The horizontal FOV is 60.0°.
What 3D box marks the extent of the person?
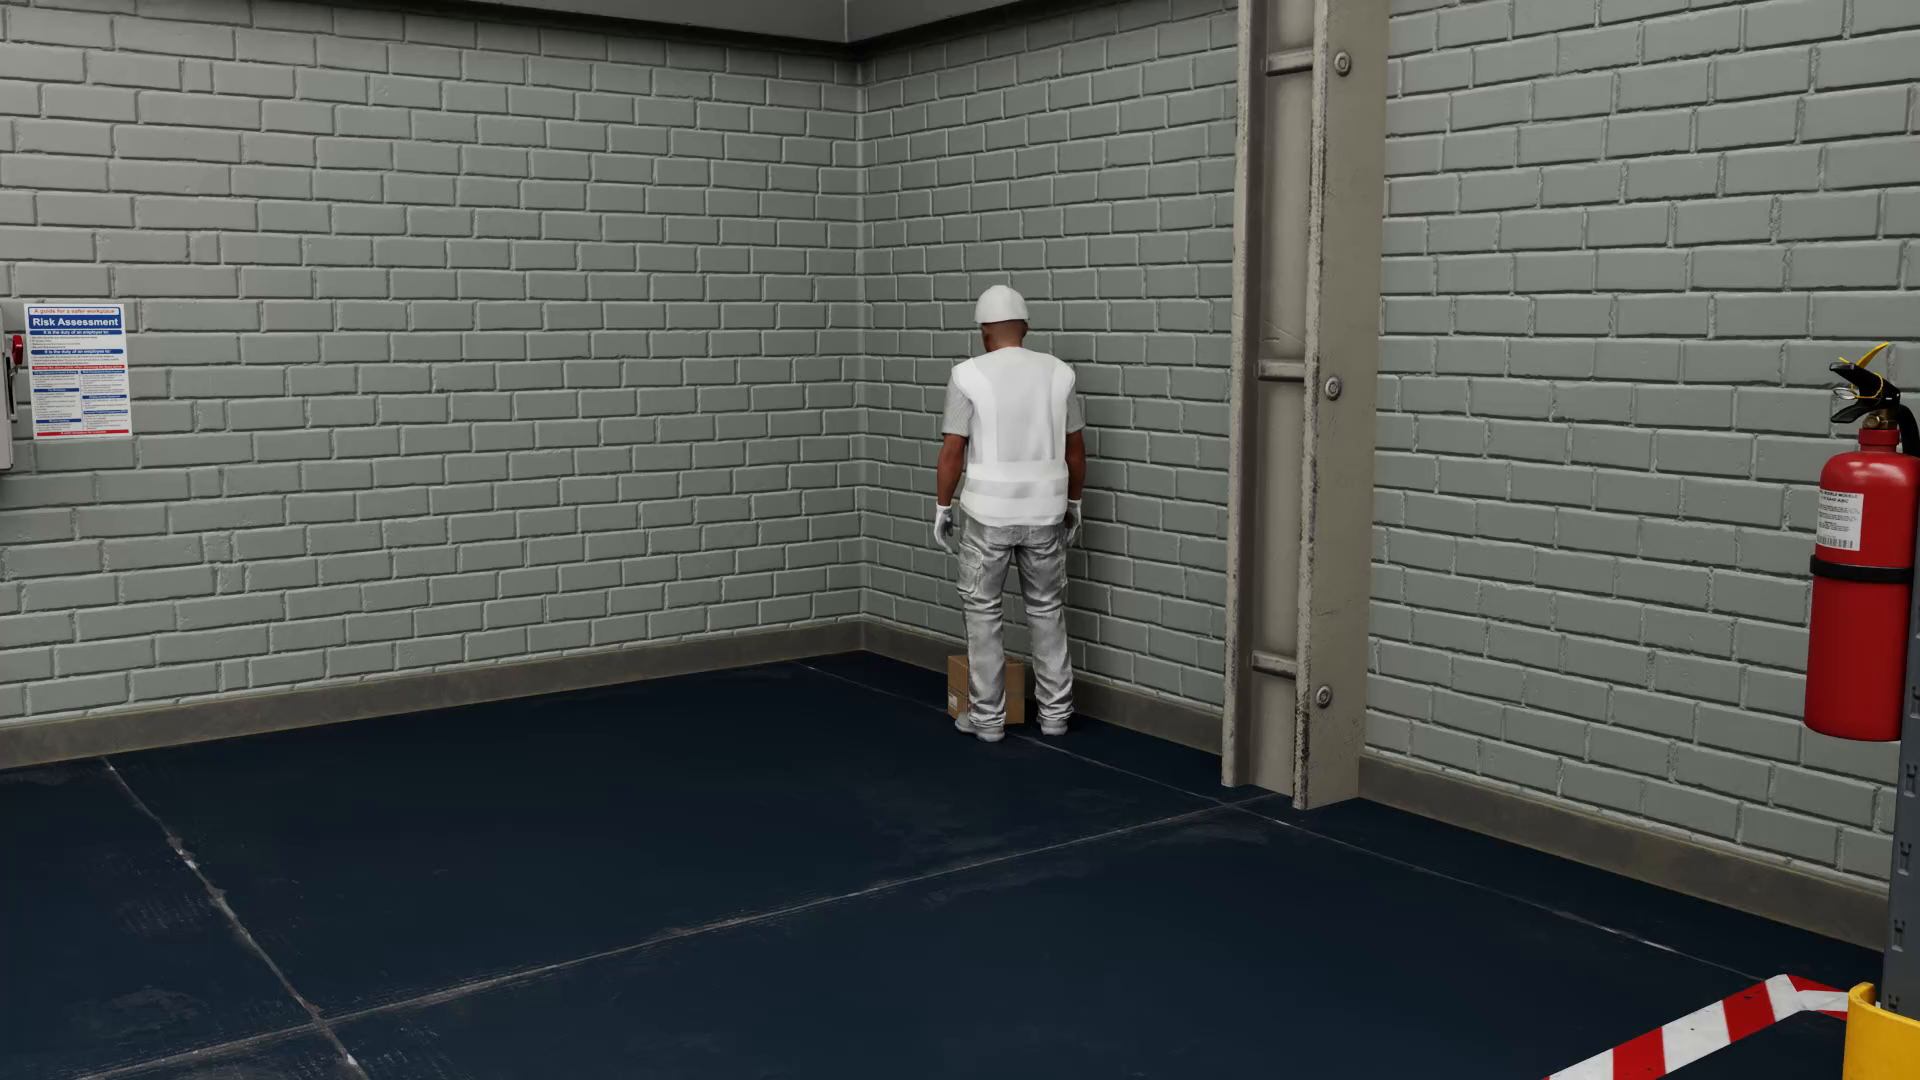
[{"bbox_3d":[0.200,-0.107,6.548,0.618,1.774,0.446,-2,8,-17],"label":"person"}]
